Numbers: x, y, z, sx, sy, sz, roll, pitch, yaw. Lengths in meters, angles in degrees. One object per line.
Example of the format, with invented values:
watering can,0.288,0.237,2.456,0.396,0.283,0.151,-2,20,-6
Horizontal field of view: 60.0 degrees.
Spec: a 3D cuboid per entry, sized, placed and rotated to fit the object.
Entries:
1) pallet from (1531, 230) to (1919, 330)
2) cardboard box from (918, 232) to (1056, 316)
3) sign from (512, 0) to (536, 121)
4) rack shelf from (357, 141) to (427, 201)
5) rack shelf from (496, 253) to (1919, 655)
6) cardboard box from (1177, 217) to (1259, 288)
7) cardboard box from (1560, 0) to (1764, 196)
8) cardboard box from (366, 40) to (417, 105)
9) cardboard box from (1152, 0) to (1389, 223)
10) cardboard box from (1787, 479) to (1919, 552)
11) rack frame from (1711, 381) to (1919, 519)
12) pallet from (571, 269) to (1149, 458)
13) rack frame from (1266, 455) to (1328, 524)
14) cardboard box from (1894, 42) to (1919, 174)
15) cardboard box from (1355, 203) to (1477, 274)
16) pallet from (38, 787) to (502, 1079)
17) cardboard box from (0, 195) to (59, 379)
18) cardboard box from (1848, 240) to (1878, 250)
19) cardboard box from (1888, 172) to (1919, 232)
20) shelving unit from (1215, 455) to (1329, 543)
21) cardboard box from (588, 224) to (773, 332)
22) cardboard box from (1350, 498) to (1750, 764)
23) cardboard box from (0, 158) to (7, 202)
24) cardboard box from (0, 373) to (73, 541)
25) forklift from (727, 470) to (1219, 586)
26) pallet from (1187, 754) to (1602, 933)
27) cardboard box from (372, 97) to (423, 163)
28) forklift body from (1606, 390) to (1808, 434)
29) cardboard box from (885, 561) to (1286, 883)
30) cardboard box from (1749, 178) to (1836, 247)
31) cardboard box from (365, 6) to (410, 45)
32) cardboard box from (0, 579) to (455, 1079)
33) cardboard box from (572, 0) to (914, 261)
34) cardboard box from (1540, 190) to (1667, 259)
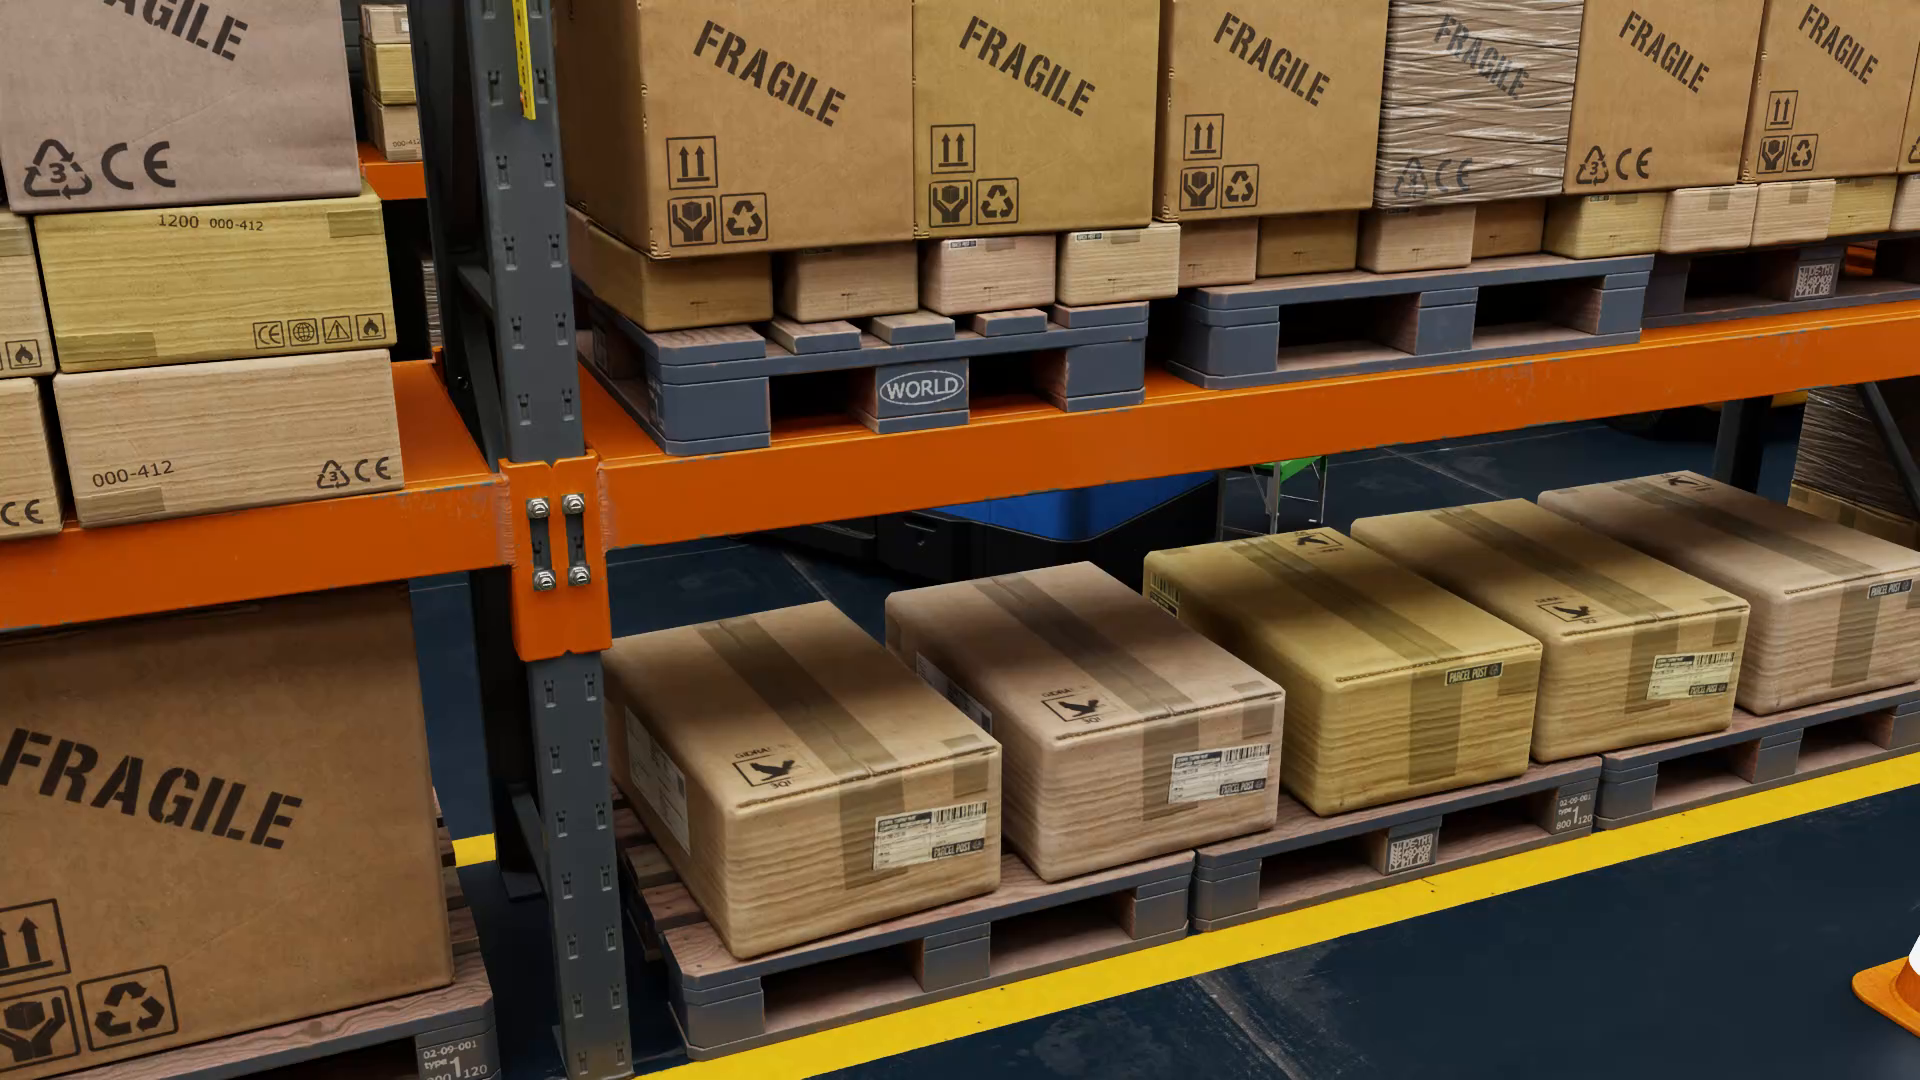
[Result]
pallet,1.993,-0.838,4.675,1.213,0.211,1.003,-8,21,-22
cardboard box,-0.006,-0.573,3.379,0.250,0.149,0.380,-10,22,-25
sign,-0.698,-0.836,2.636,0.005,0.325,0.100,-8,21,-22
rack shelf,-1.054,-1.896,8.472,4.000,0.370,1.077,-8,21,-22
rack shelf,0.916,-0.382,4.175,4.000,0.370,1.077,-8,21,-22
cardboard box,0.445,-0.658,3.622,0.250,0.149,0.380,-7,21,-19
cardboard box,1.488,-1.108,3.921,0.500,0.500,0.500,-7,21,-20
cardboard box,-2.376,-2.113,7.480,0.500,0.250,0.500,-8,21,-22
cardboard box,0.545,-0.975,3.545,0.500,0.500,0.500,-8,21,-21
cardboard box,3.189,-0.046,5.643,0.500,0.250,0.500,-7,21,-19
rack frame,2.752,-0.985,4.802,0.127,3.000,1.000,-8,21,-22
pallet,-0.308,-0.494,3.698,1.003,0.211,1.213,-8,21,-22
rack frame,1.359,-0.653,6.570,0.240,1.200,0.015,12,23,31
cardboard box,2.419,-1.240,4.295,0.500,0.500,0.500,-9,21,-23
cardboard box,0.955,-0.722,3.802,0.250,0.149,0.380,-7,21,-20
pallet,-1.674,0.937,3.542,1.213,0.211,1.003,-8,21,-22
cardboard box,-1.734,-0.414,2.654,0.500,0.250,0.500,-9,21,-23
cardboard box,2.927,-1.002,5.228,0.250,0.149,0.380,-8,21,-22
cardboard box,2.389,-0.913,4.343,0.250,0.149,0.380,-8,21,-21
shelving unit,1.226,-0.585,6.377,0.258,1.200,0.503,12,23,31
cardboard box,-0.548,-0.524,3.240,0.250,0.149,0.380,-9,22,-25
cardboard box,1.613,0.222,4.699,0.625,0.372,0.950,-7,21,-19
cardboard box,-1.759,-0.760,2.507,0.500,0.500,0.500,-8,21,-21
cardboard box,-1.745,-0.170,2.714,0.500,0.250,0.500,-8,21,-21
forklift,-0.504,-1.508,6.393,3.031,2.935,1.130,14,24,35
pallet,0.916,0.595,4.514,1.213,0.211,1.003,-8,21,-22
cardboard box,-2.386,-1.885,7.585,0.500,0.250,0.500,-8,21,-22
forklift body,3.437,-1.818,8.447,1.214,2.155,2.313,-8,21,-22
cardboard box,0.277,0.412,4.160,0.625,0.372,0.950,-9,21,-23
cardboard box,1.918,-0.838,4.132,0.250,0.149,0.380,-9,21,-23
cardboard box,-2.481,-2.277,7.345,0.250,0.149,0.380,-7,21,-20
cardboard box,-1.588,0.411,3.405,0.875,0.875,0.875,-8,21,-22
cardboard box,-0.416,-0.833,3.140,0.500,0.500,0.500,-9,21,-23
cardboard box,1.447,-0.783,3.974,0.250,0.149,0.380,-8,21,-22
